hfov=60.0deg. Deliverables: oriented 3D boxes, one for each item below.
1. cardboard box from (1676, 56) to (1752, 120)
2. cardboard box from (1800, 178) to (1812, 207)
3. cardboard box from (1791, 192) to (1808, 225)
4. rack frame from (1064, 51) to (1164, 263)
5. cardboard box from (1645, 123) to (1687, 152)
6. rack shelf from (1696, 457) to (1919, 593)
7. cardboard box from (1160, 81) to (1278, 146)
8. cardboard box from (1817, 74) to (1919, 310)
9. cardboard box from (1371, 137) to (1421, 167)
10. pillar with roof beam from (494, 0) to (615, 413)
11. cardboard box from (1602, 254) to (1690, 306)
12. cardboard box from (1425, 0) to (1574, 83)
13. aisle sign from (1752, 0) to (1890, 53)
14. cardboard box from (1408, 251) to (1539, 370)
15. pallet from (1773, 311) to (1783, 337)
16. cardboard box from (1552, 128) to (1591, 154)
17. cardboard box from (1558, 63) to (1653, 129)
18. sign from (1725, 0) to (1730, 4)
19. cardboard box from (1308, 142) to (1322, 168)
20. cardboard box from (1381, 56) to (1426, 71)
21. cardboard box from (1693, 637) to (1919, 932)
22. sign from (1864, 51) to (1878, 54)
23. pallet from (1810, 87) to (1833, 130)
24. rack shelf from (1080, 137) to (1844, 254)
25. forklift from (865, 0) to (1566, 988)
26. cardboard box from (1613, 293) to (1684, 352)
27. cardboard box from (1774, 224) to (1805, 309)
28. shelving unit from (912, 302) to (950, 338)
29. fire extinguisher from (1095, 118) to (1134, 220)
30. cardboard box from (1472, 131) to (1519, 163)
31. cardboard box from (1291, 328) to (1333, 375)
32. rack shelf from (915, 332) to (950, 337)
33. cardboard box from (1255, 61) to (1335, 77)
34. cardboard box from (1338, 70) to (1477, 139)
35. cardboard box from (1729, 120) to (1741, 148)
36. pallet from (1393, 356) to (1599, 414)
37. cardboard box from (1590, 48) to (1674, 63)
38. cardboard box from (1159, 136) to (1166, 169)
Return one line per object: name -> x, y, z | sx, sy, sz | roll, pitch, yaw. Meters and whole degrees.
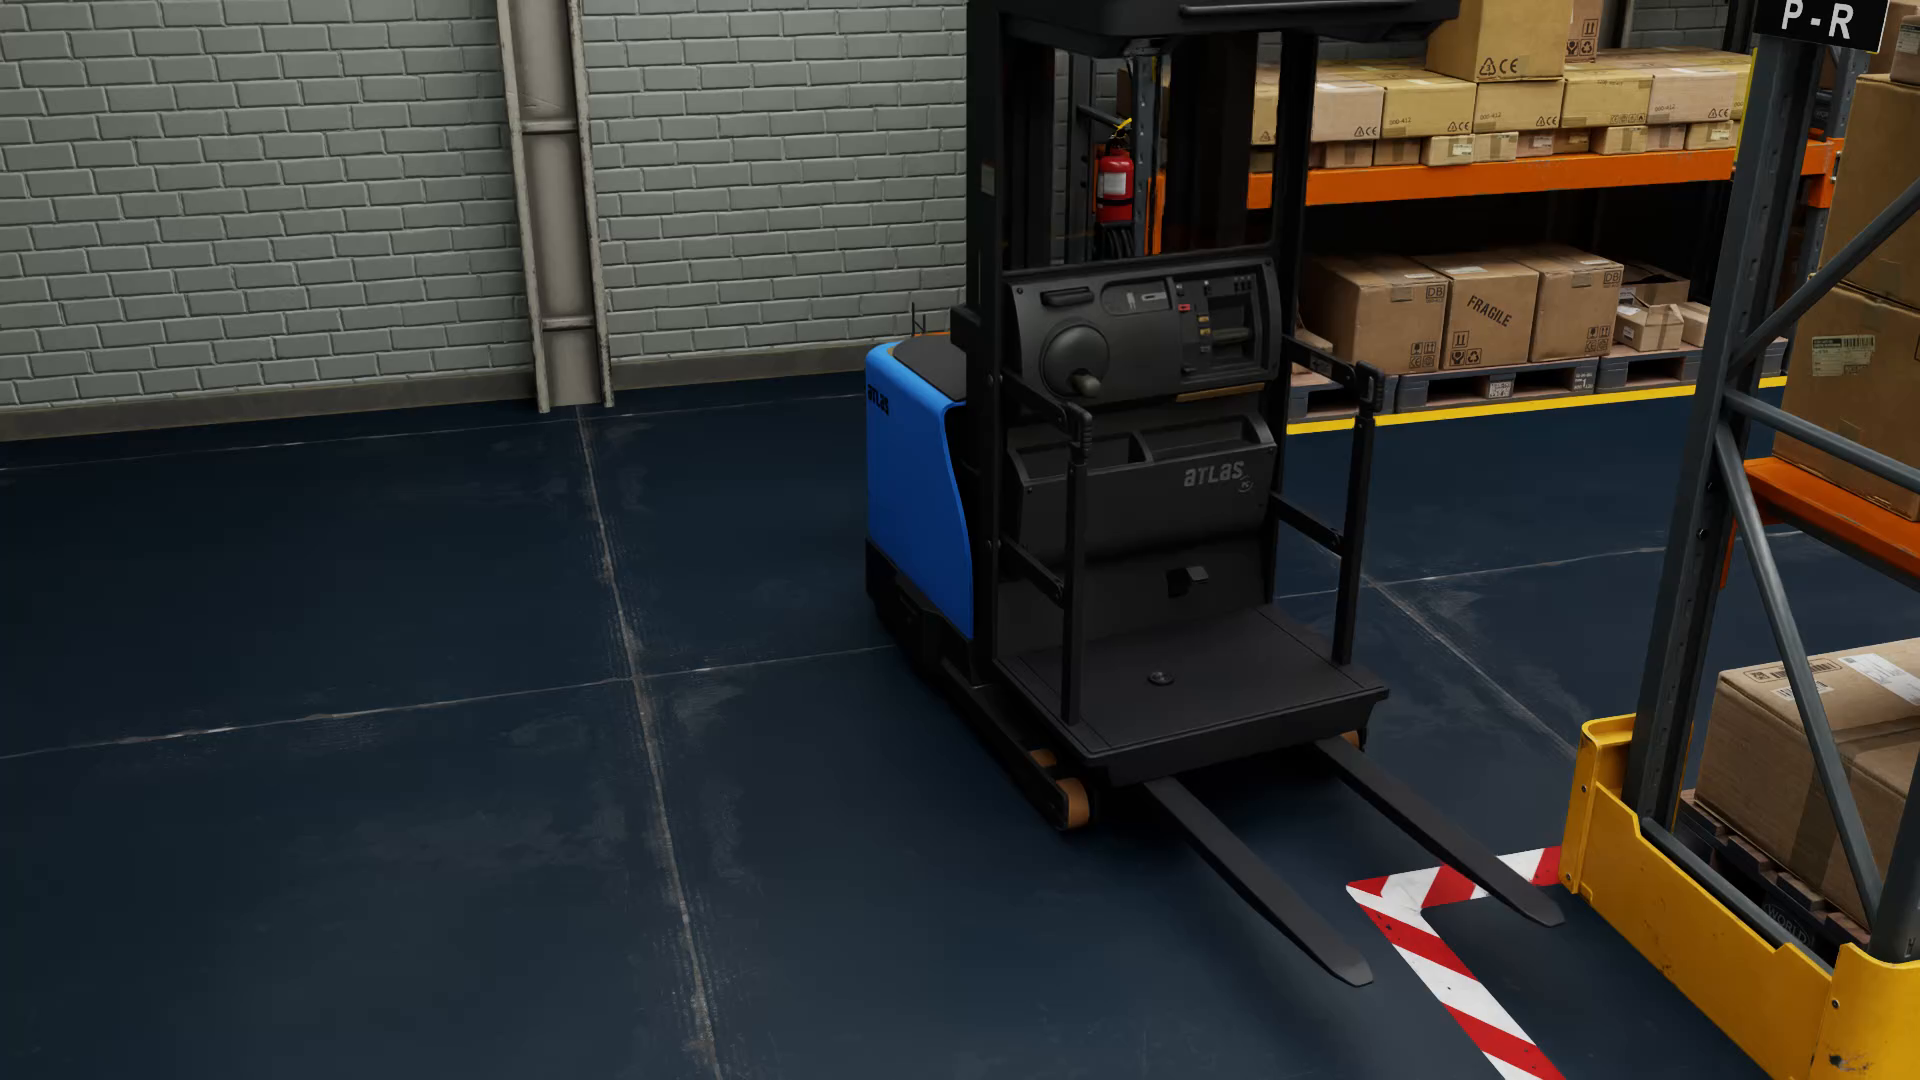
cardboard box -> 4.182, -2.424, 8.909 | 0.500, 0.250, 0.500 | -6, 24, -13
cardboard box -> 5.007, -1.942, 9.411 | 0.250, 0.149, 0.380 | -7, 24, -15
cardboard box -> 4.882, -1.994, 9.908 | 0.250, 0.149, 0.380 | -7, 24, -16
rack frame -> 0.755, -2.077, 8.287 | 0.127, 3.000, 1.000 | -6, 24, -14
cardboard box -> 3.619, -2.167, 8.816 | 0.250, 0.149, 0.380 | -6, 24, -13
rack shelf -> 4.025, -0.075, 4.534 | 4.000, 0.370, 1.077 | -6, 24, -14
cardboard box -> 1.264, -2.091, 8.132 | 0.500, 0.250, 0.500 | -6, 24, -14
cardboard box -> 2.499, -0.840, 4.009 | 0.500, 0.500, 0.500 | -6, 24, -13
cardboard box -> 2.135, -2.012, 8.455 | 0.250, 0.149, 0.380 | -6, 24, -14
pillar with roof beam -> -0.922, -3.255, 3.423 | 0.400, 9.000, 9.100 | -6, 24, -14
cardboard box -> 3.906, -1.480, 9.772 | 0.500, 0.311, 0.500 | -5, 24, -12
cardboard box -> 2.708, -2.595, 8.357 | 0.500, 0.500, 0.500 | -6, 24, -13
aisle sign -> 1.946, -1.498, 3.640 | 0.004, 0.787, 0.394 | -6, 24, -14
cardboard box -> 2.739, -1.245, 8.985 | 0.500, 0.500, 0.500 | -6, 24, -13
pallet -> 5.379, -1.323, 10.065 | 1.213, 0.211, 1.003 | -6, 24, -14
cardboard box -> 3.102, -2.145, 8.762 | 0.250, 0.149, 0.380 | -6, 24, -14
cardboard box -> 3.219, -2.317, 8.659 | 0.500, 0.250, 0.500 | -6, 24, -15
sign -> 4.453, -3.246, 9.542 | 0.005, 0.325, 0.100 | -6, 24, -14
cardboard box -> 1.621, -1.978, 8.375 | 0.250, 0.149, 0.380 | -7, 24, -15
cardboard box -> 2.604, -2.456, 8.982 | 0.500, 0.250, 0.500 | -6, 24, -14
cardboard box -> 2.708, 0.683, 4.571 | 0.875, 0.438, 0.875 | -7, 24, -16
sign -> 4.760, -2.696, 8.631 | 0.005, 0.325, 0.100 | -6, 24, -14
pallet -> 5.405, -2.459, 9.419 | 1.213, 0.211, 1.003 | -6, 24, -14
rack shelf -> 2.680, -1.960, 8.925 | 4.000, 0.370, 1.077 | -6, 24, -14
forklift -> 0.680, -0.638, 5.019 | 1.130, 2.935, 3.031 | -10, 25, -21
cardboard box -> 3.805, -1.231, 9.249 | 0.258, 0.266, 0.396 | -5, 24, -12
cardboard box -> 4.999, -1.712, 10.073 | 0.500, 0.500, 0.500 | -6, 24, -15
shelving unit -> -0.052, -0.477, 7.030 | 0.252, 1.050, 0.215 | -6, 24, -14
fire extinguisher -> 0.738, -1.679, 7.930 | 0.183, 0.674, 0.296 | -6, 24, -14
cardboard box -> 2.647, -2.047, 8.534 | 0.250, 0.149, 0.380 | -6, 24, -13
cardboard box -> 1.789, -1.020, 8.905 | 0.250, 0.149, 0.380 | -7, 24, -16
rack shelf -> -0.052, -0.728, 6.922 | 0.240, 0.259, 0.215 | -6, 24, -14
cardboard box -> 1.623, -2.349, 8.734 | 0.500, 0.250, 0.500 | -6, 24, -14
cardboard box -> 2.237, -2.200, 8.386 | 0.500, 0.250, 0.500 | -7, 24, -15
cardboard box -> 4.122, -2.222, 8.943 | 0.250, 0.149, 0.380 | -6, 24, -13
pallet -> 2.768, -1.017, 9.354 | 1.213, 0.211, 1.003 | -6, 24, -14
cardboard box -> 3.575, -2.565, 9.236 | 0.500, 0.250, 0.500 | -7, 24, -15
cardboard box -> 1.145, -1.893, 8.175 | 0.250, 0.149, 0.380 | -6, 24, -15
